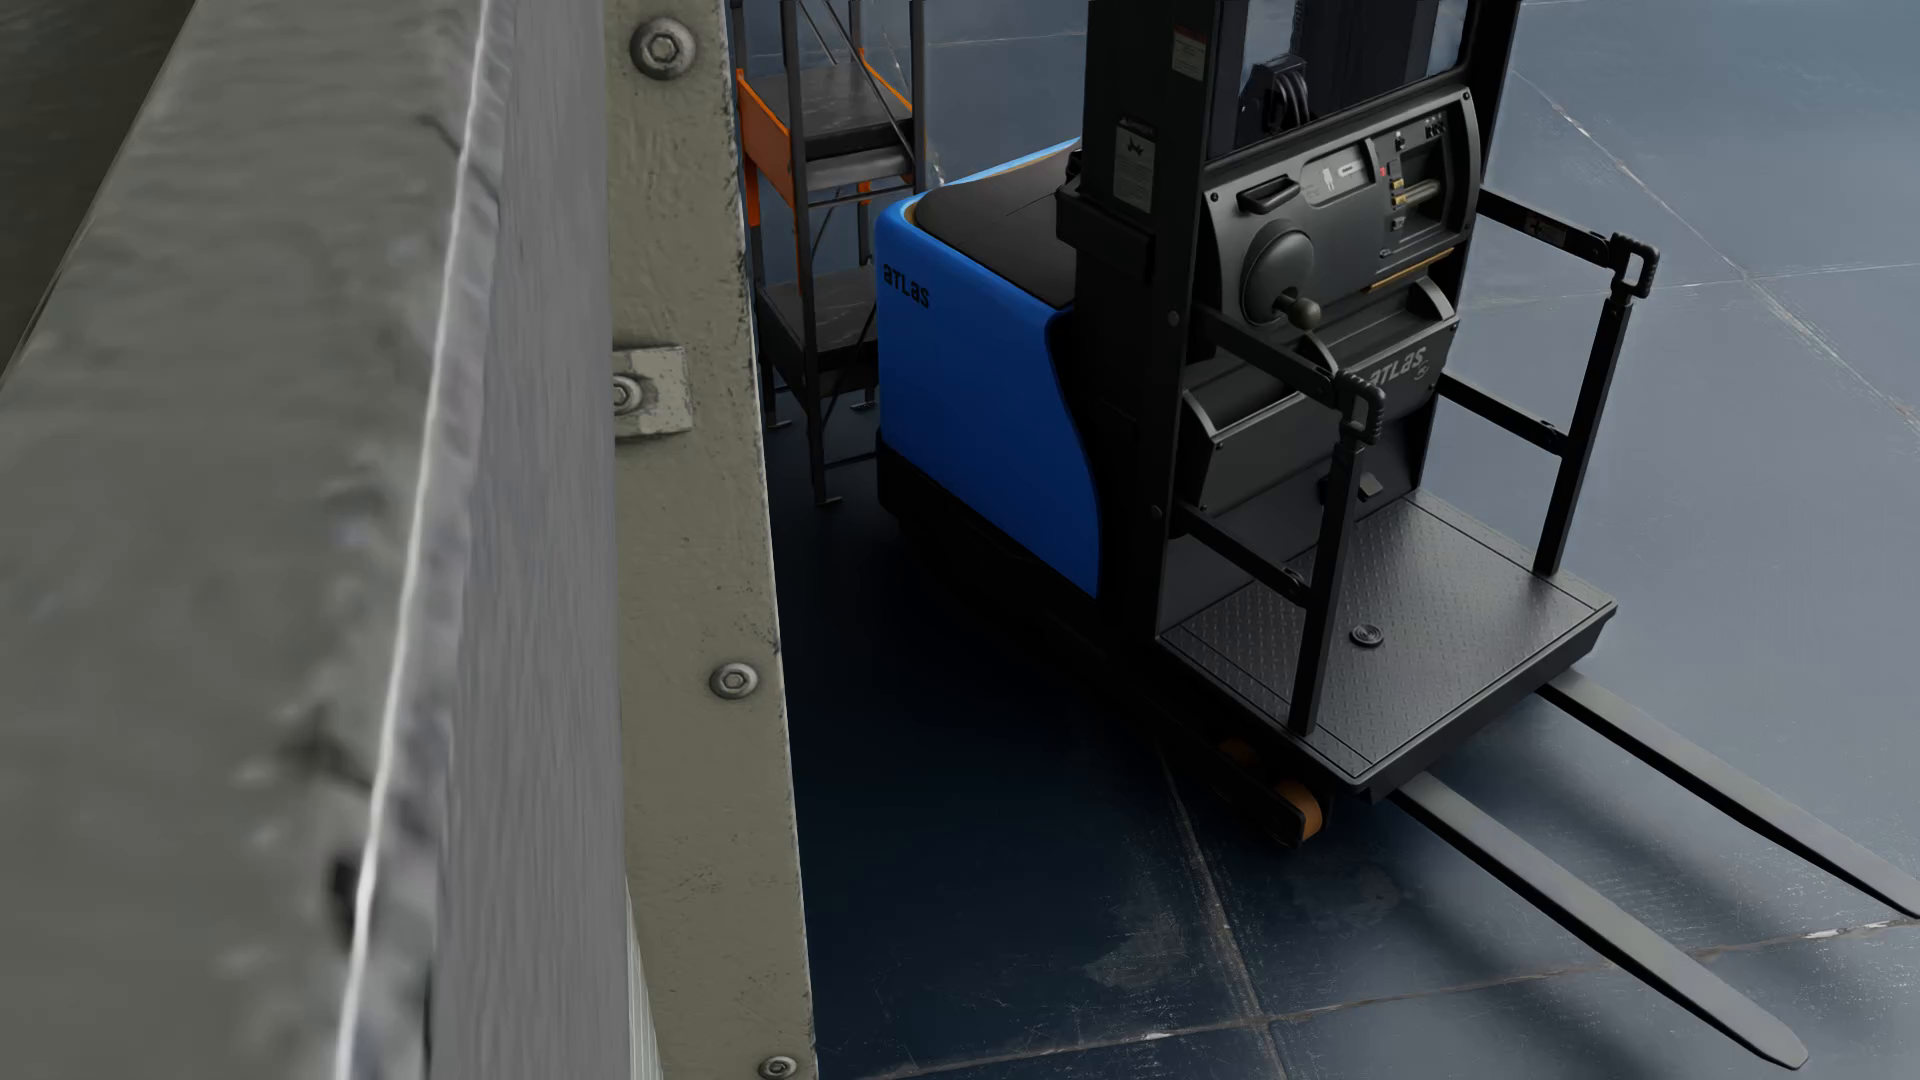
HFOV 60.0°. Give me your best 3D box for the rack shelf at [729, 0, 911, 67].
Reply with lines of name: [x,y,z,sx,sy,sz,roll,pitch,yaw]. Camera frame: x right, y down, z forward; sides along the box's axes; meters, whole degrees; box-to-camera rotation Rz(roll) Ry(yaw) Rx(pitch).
rack shelf: [-0.384,-1.667,4.565,0.431,0.518,0.480,-15,40,-19]

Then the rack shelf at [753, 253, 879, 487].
rack shelf: [-0.384,-0.561,5.424,0.431,0.518,0.480,-15,40,-19]

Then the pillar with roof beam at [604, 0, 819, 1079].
pillar with roof beam: [3.768,-2.785,1.500,9.100,9.000,0.400,-6,38,-8]

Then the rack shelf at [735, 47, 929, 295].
rack shelf: [-0.384,-1.114,4.995,0.431,0.518,0.480,-15,40,-19]

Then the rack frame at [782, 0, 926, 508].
rack frame: [-0.284,-0.988,4.810,0.400,2.100,0.015,-15,40,-19]

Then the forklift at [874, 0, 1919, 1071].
forklift: [1.052,-0.728,3.798,1.130,2.935,3.031,-26,45,-30]

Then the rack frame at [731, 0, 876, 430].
rack frame: [-0.483,-1.261,5.162,0.400,2.100,0.015,-15,40,-19]

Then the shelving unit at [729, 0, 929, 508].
shelving unit: [-0.384,-1.125,4.986,0.431,2.100,0.503,-15,40,-19]
